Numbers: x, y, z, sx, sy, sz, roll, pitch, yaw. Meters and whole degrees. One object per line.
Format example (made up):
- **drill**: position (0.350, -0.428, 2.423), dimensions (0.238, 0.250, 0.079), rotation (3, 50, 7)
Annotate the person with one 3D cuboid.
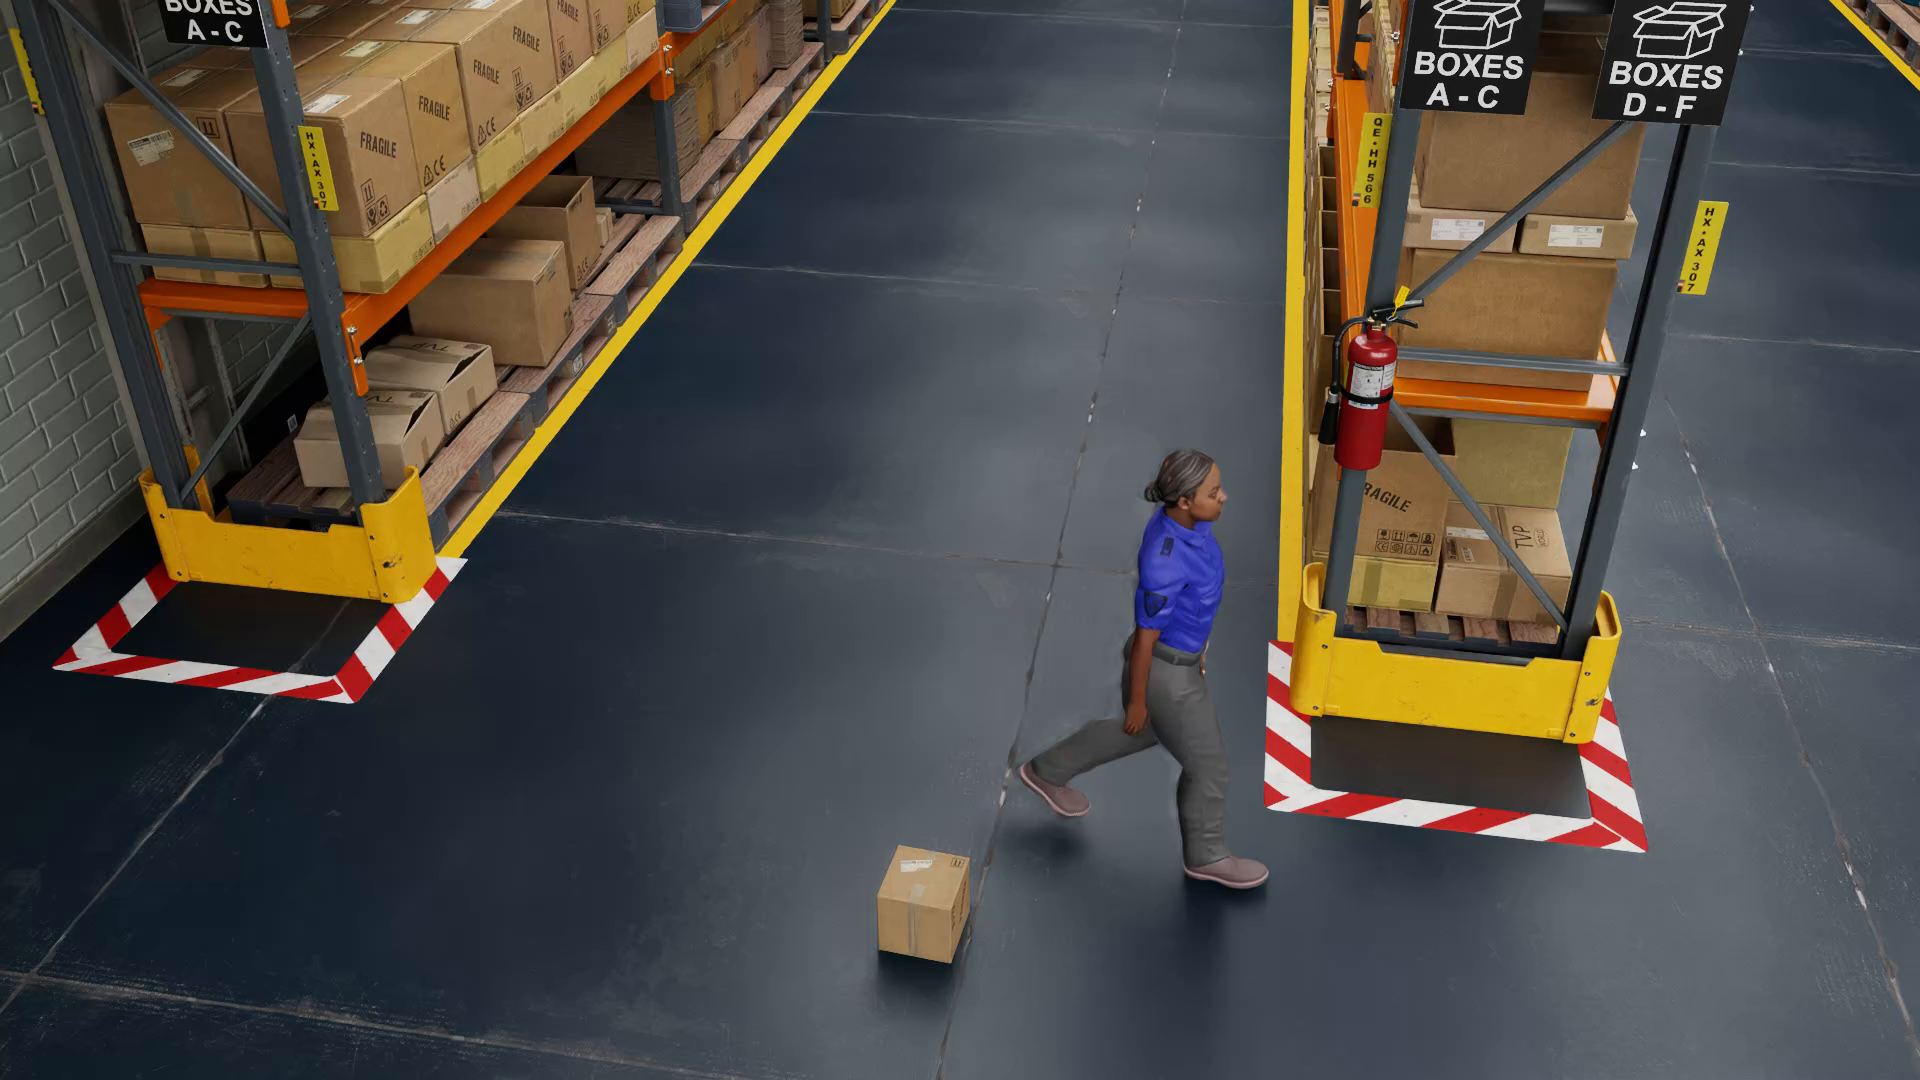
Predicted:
- **person**: position (0.639, 0.405, 5.498), dimensions (0.910, 1.620, 0.441), rotation (6, 33, 9)
